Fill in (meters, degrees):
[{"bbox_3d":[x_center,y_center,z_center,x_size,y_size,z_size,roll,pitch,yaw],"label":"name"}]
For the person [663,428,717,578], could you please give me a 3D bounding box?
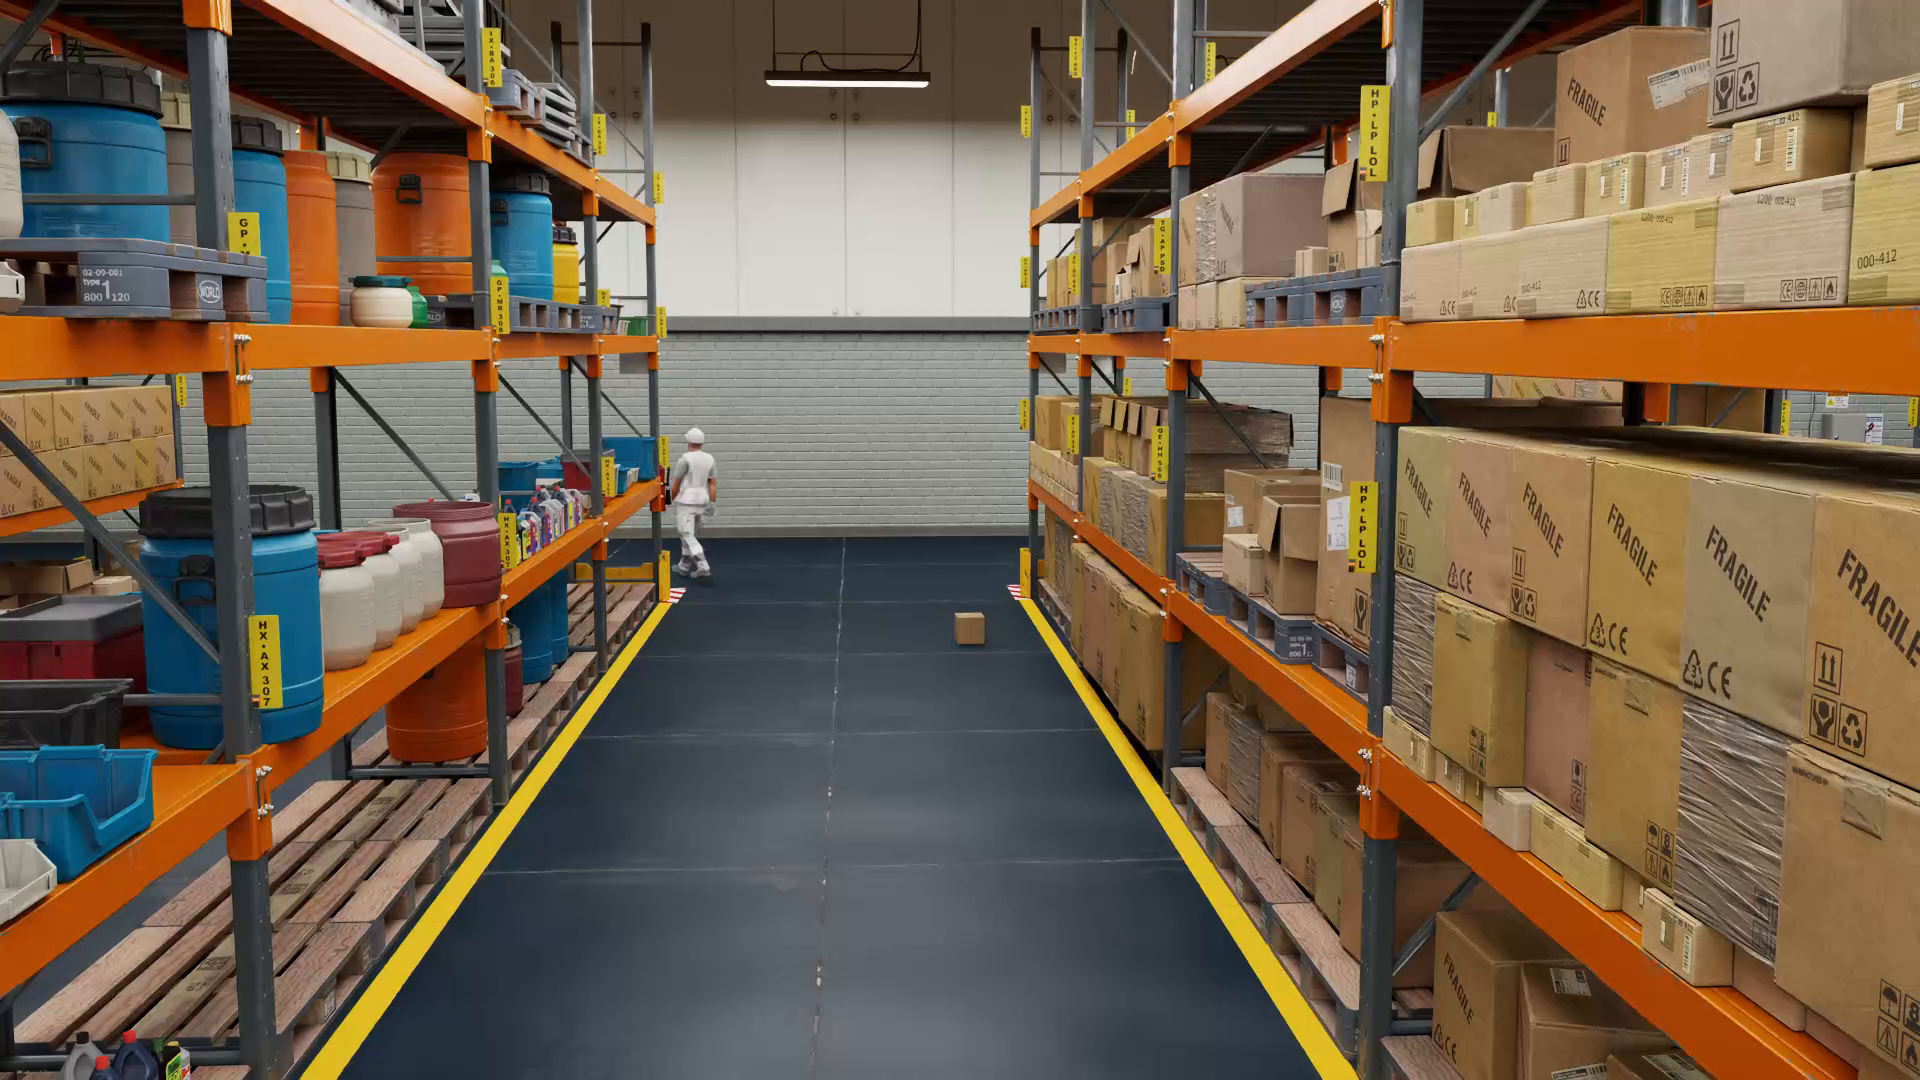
[{"bbox_3d":[-3.138,-0.421,19.195,0.948,1.754,0.534,6,9,40],"label":"person"}]
